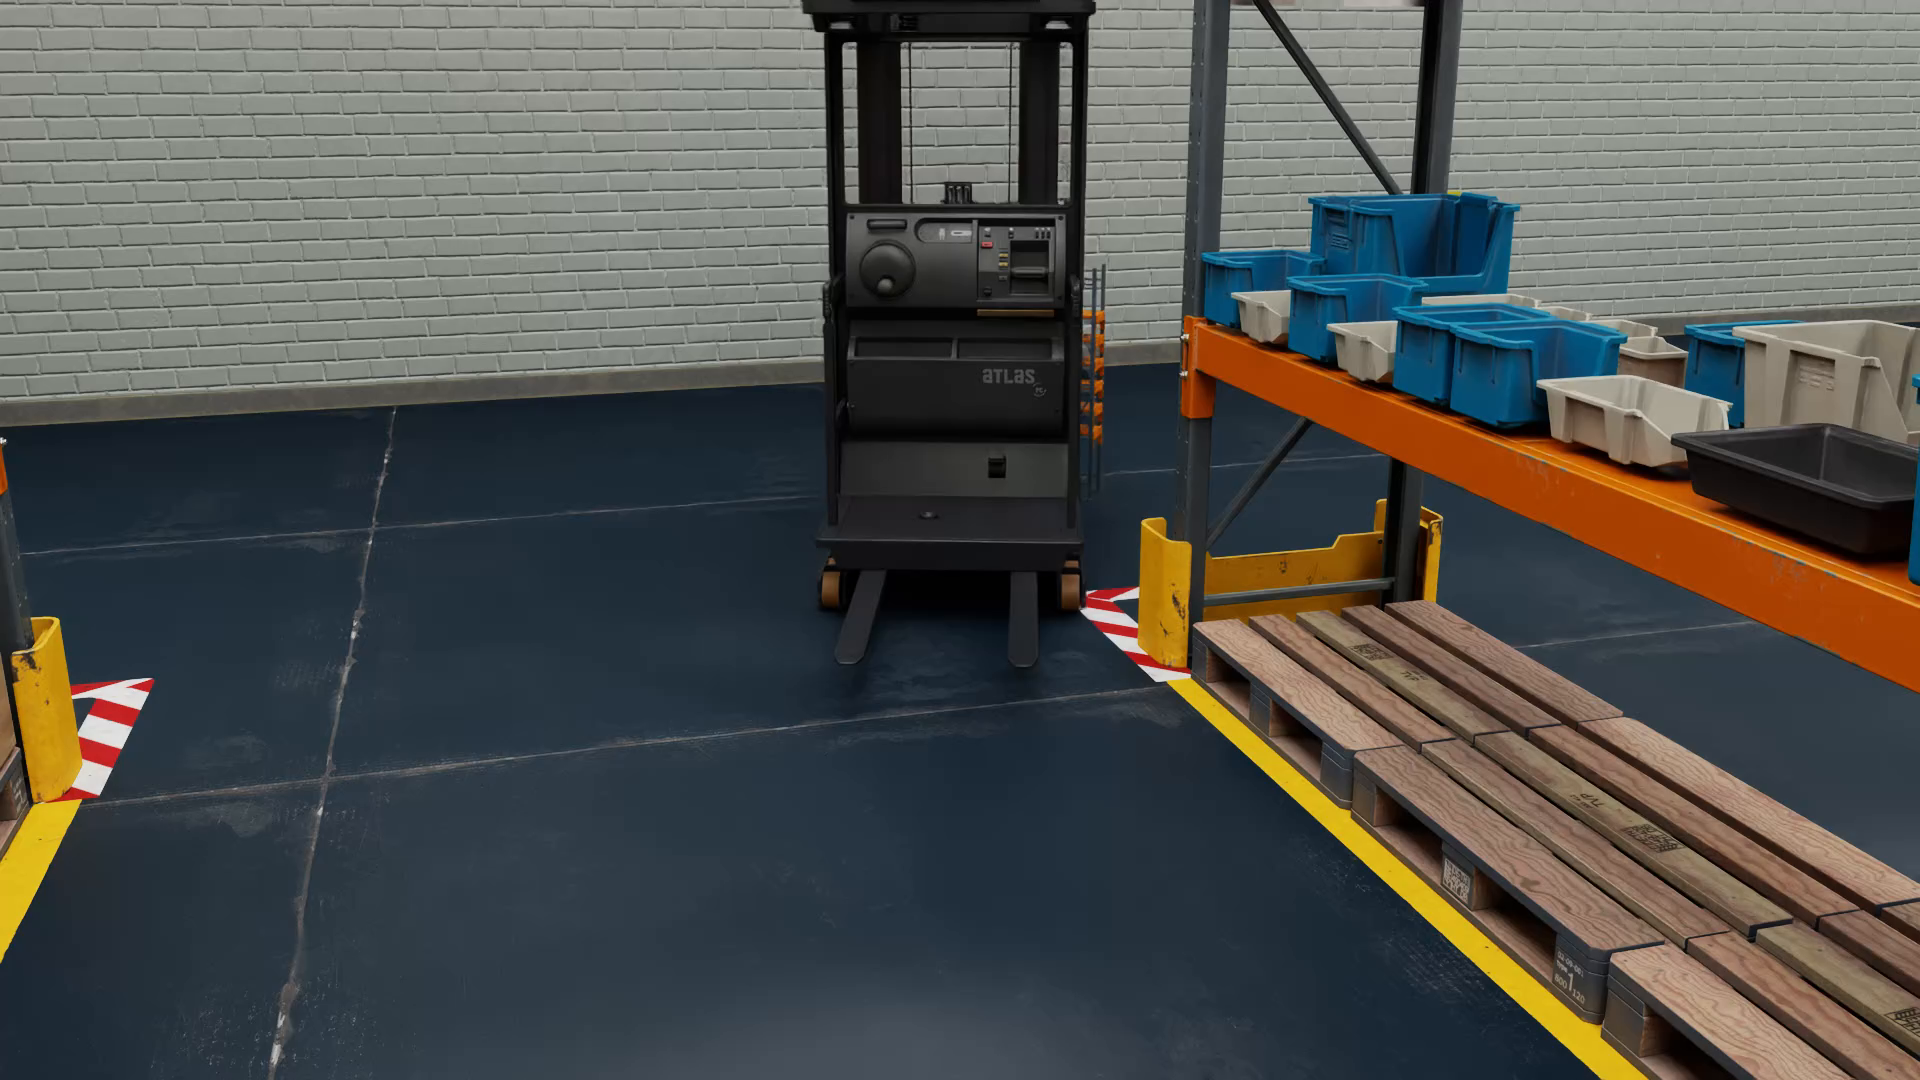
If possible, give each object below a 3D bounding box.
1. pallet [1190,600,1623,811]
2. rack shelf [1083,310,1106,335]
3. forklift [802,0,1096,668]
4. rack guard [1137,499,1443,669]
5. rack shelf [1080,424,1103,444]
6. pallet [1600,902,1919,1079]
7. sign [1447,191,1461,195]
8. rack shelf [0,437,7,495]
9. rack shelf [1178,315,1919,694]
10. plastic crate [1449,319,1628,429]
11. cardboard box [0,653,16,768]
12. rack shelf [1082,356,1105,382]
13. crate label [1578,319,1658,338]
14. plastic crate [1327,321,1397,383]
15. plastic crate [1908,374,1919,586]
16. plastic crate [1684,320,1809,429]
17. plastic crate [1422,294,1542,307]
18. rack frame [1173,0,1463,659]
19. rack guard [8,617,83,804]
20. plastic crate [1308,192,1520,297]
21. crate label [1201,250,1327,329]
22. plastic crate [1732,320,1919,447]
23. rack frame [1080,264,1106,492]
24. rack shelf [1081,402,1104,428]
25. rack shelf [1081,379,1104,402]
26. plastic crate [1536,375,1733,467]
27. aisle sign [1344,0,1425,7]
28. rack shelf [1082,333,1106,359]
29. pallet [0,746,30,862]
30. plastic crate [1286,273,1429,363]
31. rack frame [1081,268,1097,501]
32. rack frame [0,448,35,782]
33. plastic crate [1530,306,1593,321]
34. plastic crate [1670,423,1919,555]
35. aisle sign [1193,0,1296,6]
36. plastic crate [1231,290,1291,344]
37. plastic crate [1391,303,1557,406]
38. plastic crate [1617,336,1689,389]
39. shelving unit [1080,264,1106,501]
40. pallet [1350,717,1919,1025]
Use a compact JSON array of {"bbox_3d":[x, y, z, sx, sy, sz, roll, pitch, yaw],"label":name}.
[{"bbox_3d":[1.505,0.536,5.802,1.003,0.211,1.213,-5,17,-15],"label":"pallet"},{"bbox_3d":[0.598,-1.117,8.487,0.258,0.103,0.180,6,18,18],"label":"rack shelf"},{"bbox_3d":[-0.025,-1.194,6.831,1.130,2.935,3.031,1,17,2],"label":"forklift"},{"bbox_3d":[1.296,0.160,6.549,1.175,0.500,0.348,-5,17,-15],"label":"rack guard"},{"bbox_3d":[0.598,-0.542,8.659,0.258,0.103,0.180,6,18,18],"label":"rack shelf"},{"bbox_3d":[2.175,1.210,3.555,1.003,0.211,1.213,-5,17,-15],"label":"pallet"},{"bbox_3d":[1.840,-1.157,6.307,0.100,0.325,0.005,-5,17,-15],"label":"sign"},{"bbox_3d":[-2.899,0.257,3.132,1.077,0.370,4.000,-5,17,-15],"label":"rack shelf"},{"bbox_3d":[1.865,-0.133,4.433,1.077,0.370,4.000,-5,17,-15],"label":"rack shelf"},{"bbox_3d":[1.511,-0.438,4.383,0.416,0.233,0.300,-5,17,-15],"label":"plastic crate"},{"bbox_3d":[-3.062,0.477,4.731,0.500,0.500,0.500,-5,17,-15],"label":"cardboard box"},{"bbox_3d":[0.598,-0.887,8.556,0.258,0.103,0.180,6,18,18],"label":"rack shelf"},{"bbox_3d":[1.879,-0.566,4.976,0.396,0.136,0.243,-5,17,-15],"label":"crate label"},{"bbox_3d":[1.262,-0.556,4.944,0.250,0.136,0.298,-5,17,-15],"label":"plastic crate"},{"bbox_3d":[1.958,-0.048,2.821,0.392,0.384,0.575,-5,17,-15],"label":"plastic crate"},{"bbox_3d":[2.126,-0.432,4.363,0.416,0.233,0.300,-5,17,-15],"label":"plastic crate"},{"bbox_3d":[1.713,-0.722,5.497,0.396,0.136,0.243,-5,17,-15],"label":"plastic crate"},{"bbox_3d":[1.315,-1.031,6.171,1.000,3.000,0.127,-5,17,-15],"label":"rack frame"},{"bbox_3d":[-3.428,0.578,5.160,1.175,0.500,0.348,-5,17,-15],"label":"rack guard"},{"bbox_3d":[1.587,-0.999,5.898,0.616,0.435,0.499,-5,17,-15],"label":"plastic crate"},{"bbox_3d":[1.067,-0.885,5.872,0.416,0.233,0.303,-5,17,-15],"label":"crate label"},{"bbox_3d":[2.172,-0.334,3.950,0.437,0.282,0.530,-5,17,-15],"label":"plastic crate"},{"bbox_3d":[0.628,-0.839,8.661,0.240,1.200,0.006,6,18,18],"label":"rack frame"},{"bbox_3d":[0.598,-0.657,8.625,0.258,0.103,0.180,6,18,18],"label":"rack shelf"},{"bbox_3d":[0.598,-0.772,8.590,0.258,0.103,0.180,6,18,18],"label":"rack shelf"},{"bbox_3d":[1.647,-0.285,4.041,0.293,0.136,0.466,-5,17,-15],"label":"plastic crate"},{"bbox_3d":[1.577,-2.319,5.940,0.394,0.787,0.004,-5,17,-15],"label":"aisle sign"},{"bbox_3d":[0.598,-1.002,8.521,0.258,0.103,0.180,6,18,18],"label":"rack shelf"},{"bbox_3d":[-3.208,0.937,4.468,1.003,0.211,1.213,-5,17,-15],"label":"pallet"},{"bbox_3d":[1.247,-0.703,5.266,0.416,0.233,0.300,-5,17,-15],"label":"plastic crate"},{"bbox_3d":[0.568,-0.790,8.495,0.240,1.200,0.006,6,18,18],"label":"rack frame"},{"bbox_3d":[-3.448,-0.641,4.871,1.000,3.000,0.127,-5,17,-15],"label":"rack frame"},{"bbox_3d":[1.779,-0.641,5.226,0.396,0.136,0.243,-5,17,-15],"label":"plastic crate"},{"bbox_3d":[1.849,-0.110,3.478,0.437,0.125,0.590,-5,17,-15],"label":"plastic crate"},{"bbox_3d":[1.010,-2.273,5.785,0.394,0.787,0.004,-5,17,-15],"label":"aisle sign"},{"bbox_3d":[1.075,-0.744,5.569,0.250,0.136,0.298,-5,17,-15],"label":"plastic crate"},{"bbox_3d":[1.428,-0.521,4.660,0.416,0.233,0.300,-5,17,-15],"label":"plastic crate"},{"bbox_3d":[1.978,-0.486,4.708,0.298,0.136,0.250,-5,17,-15],"label":"plastic crate"},{"bbox_3d":[0.598,-0.814,8.578,0.258,1.200,0.189,6,18,18],"label":"shelving unit"},{"bbox_3d":[1.836,0.872,4.681,1.003,0.211,1.213,-5,17,-15],"label":"pallet"}]
